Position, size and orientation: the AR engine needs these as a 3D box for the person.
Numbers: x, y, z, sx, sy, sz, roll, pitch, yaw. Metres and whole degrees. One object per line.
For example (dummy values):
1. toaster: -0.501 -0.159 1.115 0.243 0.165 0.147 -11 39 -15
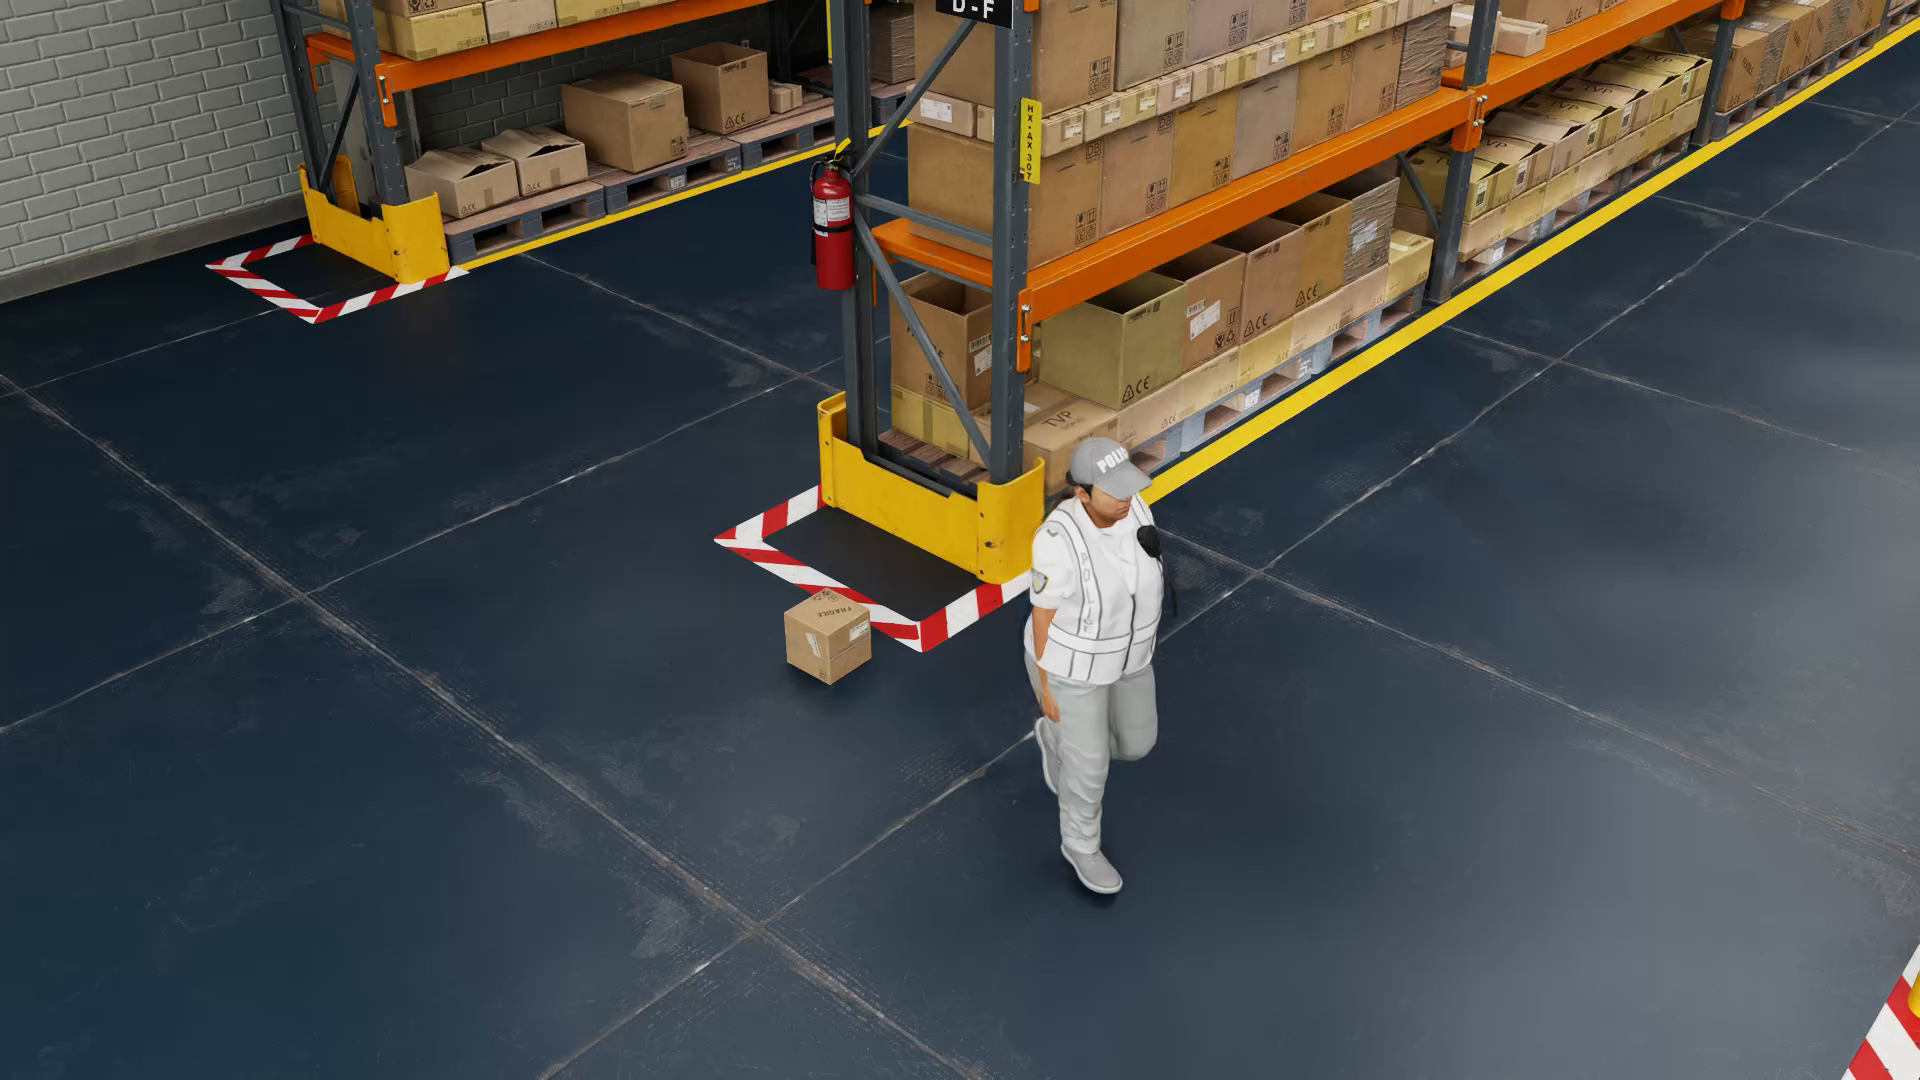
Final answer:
1. person: 0.410 0.355 5.518 0.487 1.644 0.646 -21 37 -30
